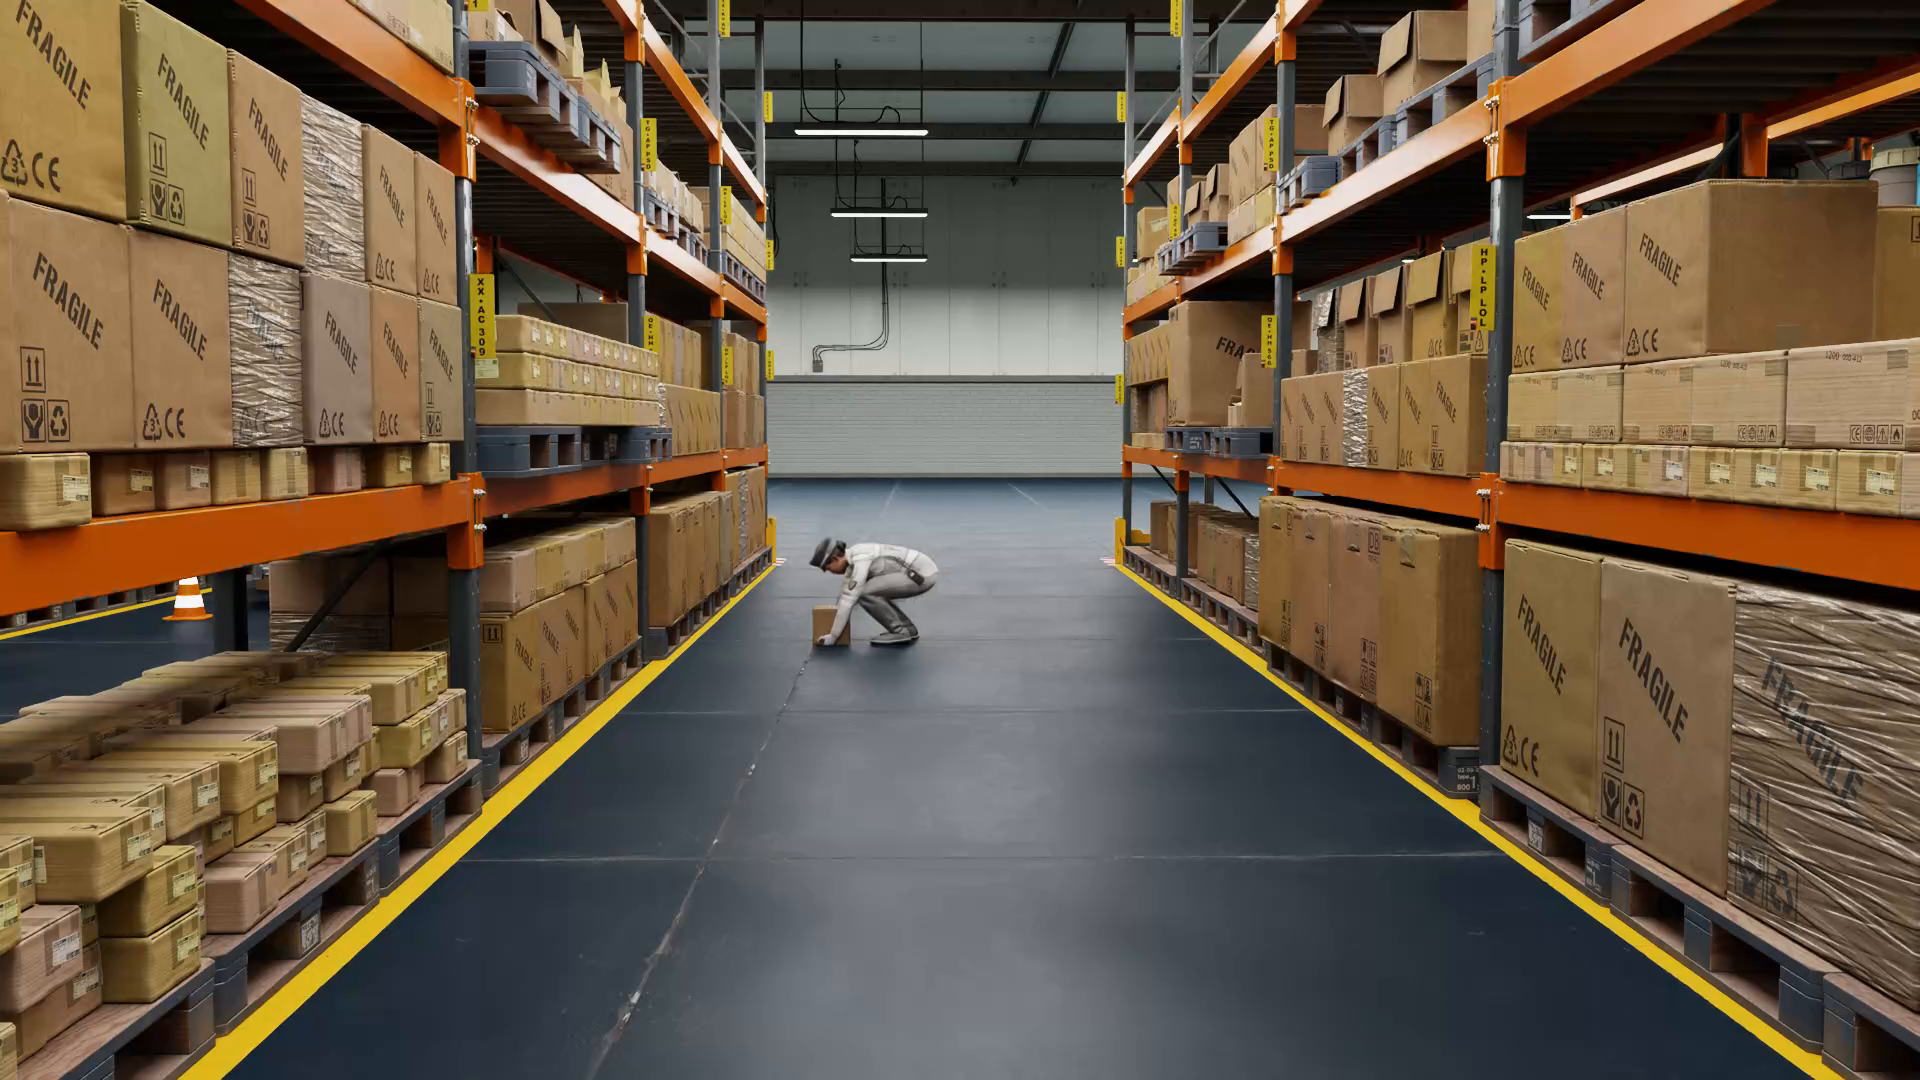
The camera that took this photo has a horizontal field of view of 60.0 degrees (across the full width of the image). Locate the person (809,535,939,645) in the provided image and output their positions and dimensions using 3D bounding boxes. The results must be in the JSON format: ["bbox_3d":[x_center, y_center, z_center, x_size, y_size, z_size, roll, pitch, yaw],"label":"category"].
[{"bbox_3d":[-0.602,0.350,11.649,0.907,0.781,0.454,0,4,-3],"label":"person"}]
